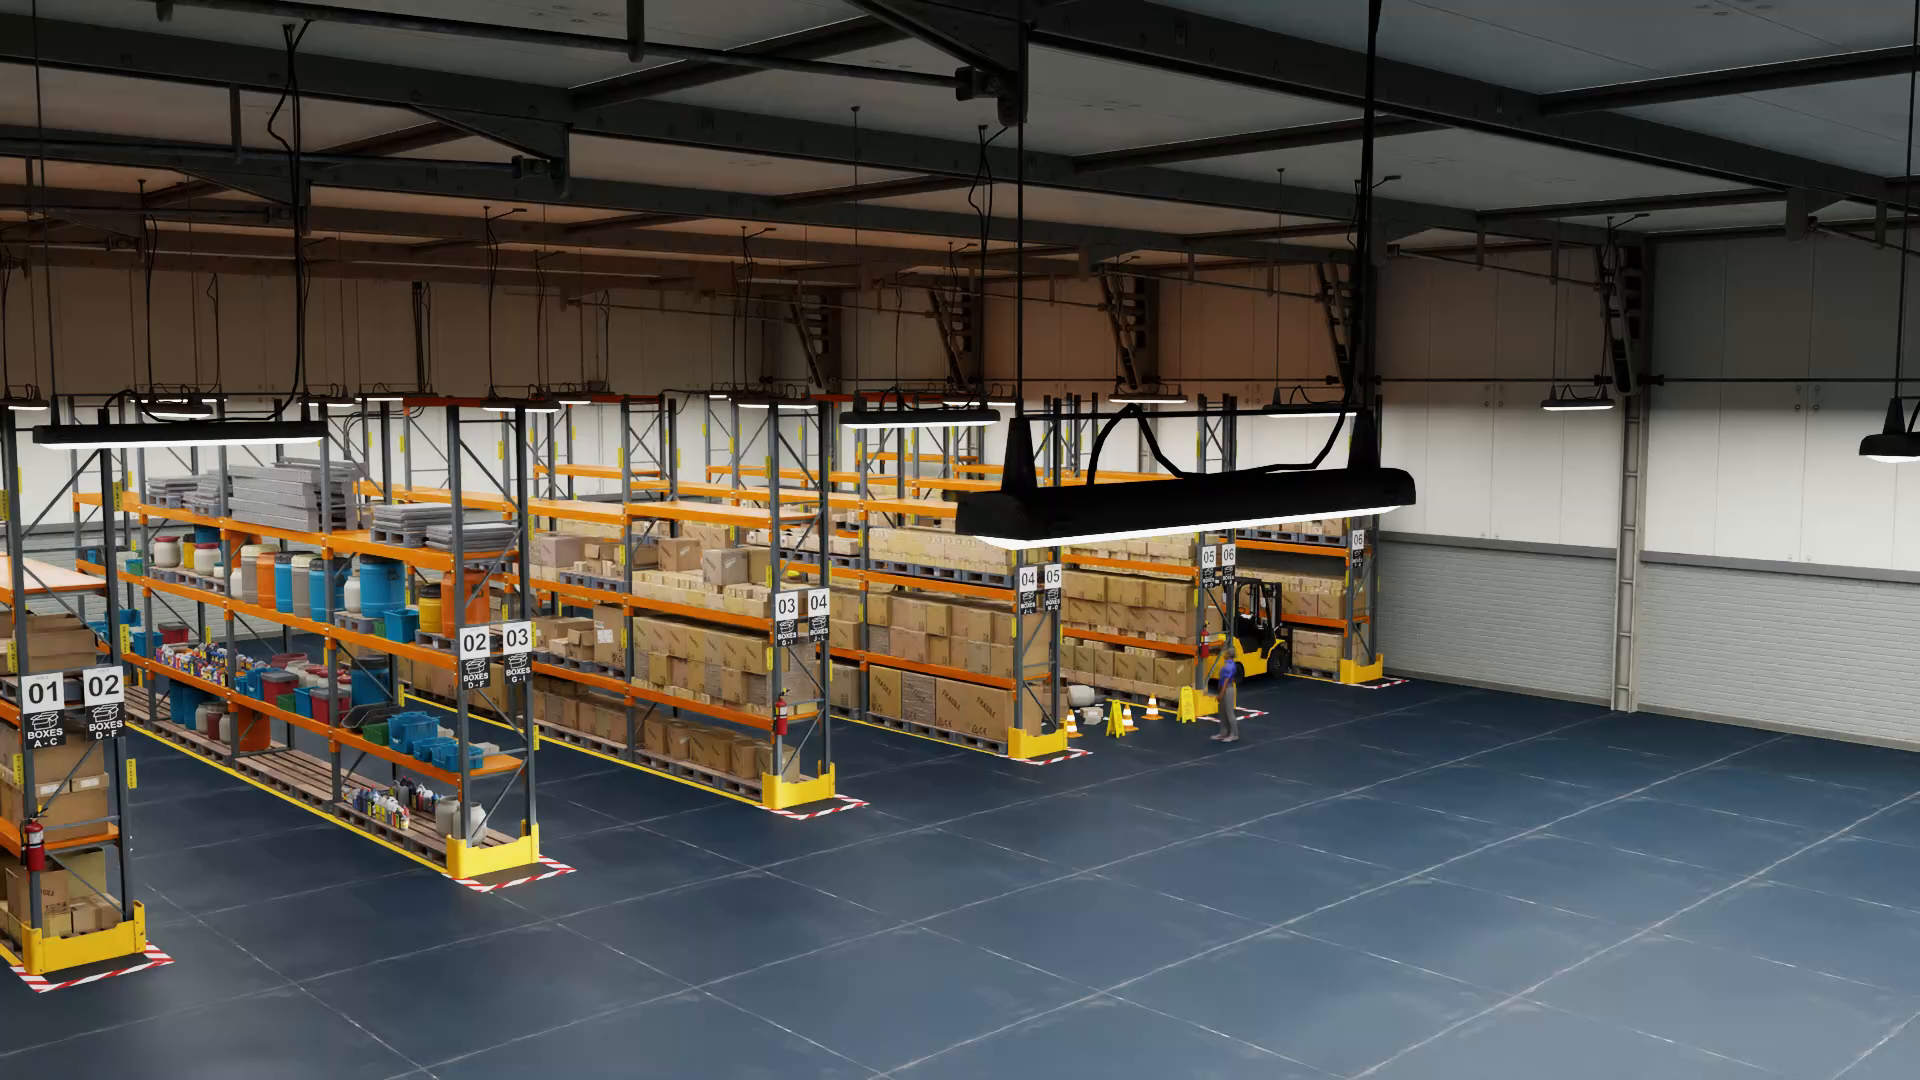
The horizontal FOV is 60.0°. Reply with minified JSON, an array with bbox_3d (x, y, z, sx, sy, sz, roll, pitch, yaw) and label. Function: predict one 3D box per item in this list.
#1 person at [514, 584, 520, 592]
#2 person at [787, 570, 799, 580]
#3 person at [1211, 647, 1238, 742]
[{"bbox_3d":[-10.767,1.474,41.064,0.979,1.745,0.705,-1,6,-12],"label":"person"},{"bbox_3d":[-3.707,1.545,37.348,0.599,1.786,0.496,4,7,33],"label":"person"},{"bbox_3d":[4.651,2.698,29.137,0.441,1.661,0.454,-1,6,-13],"label":"person"}]
